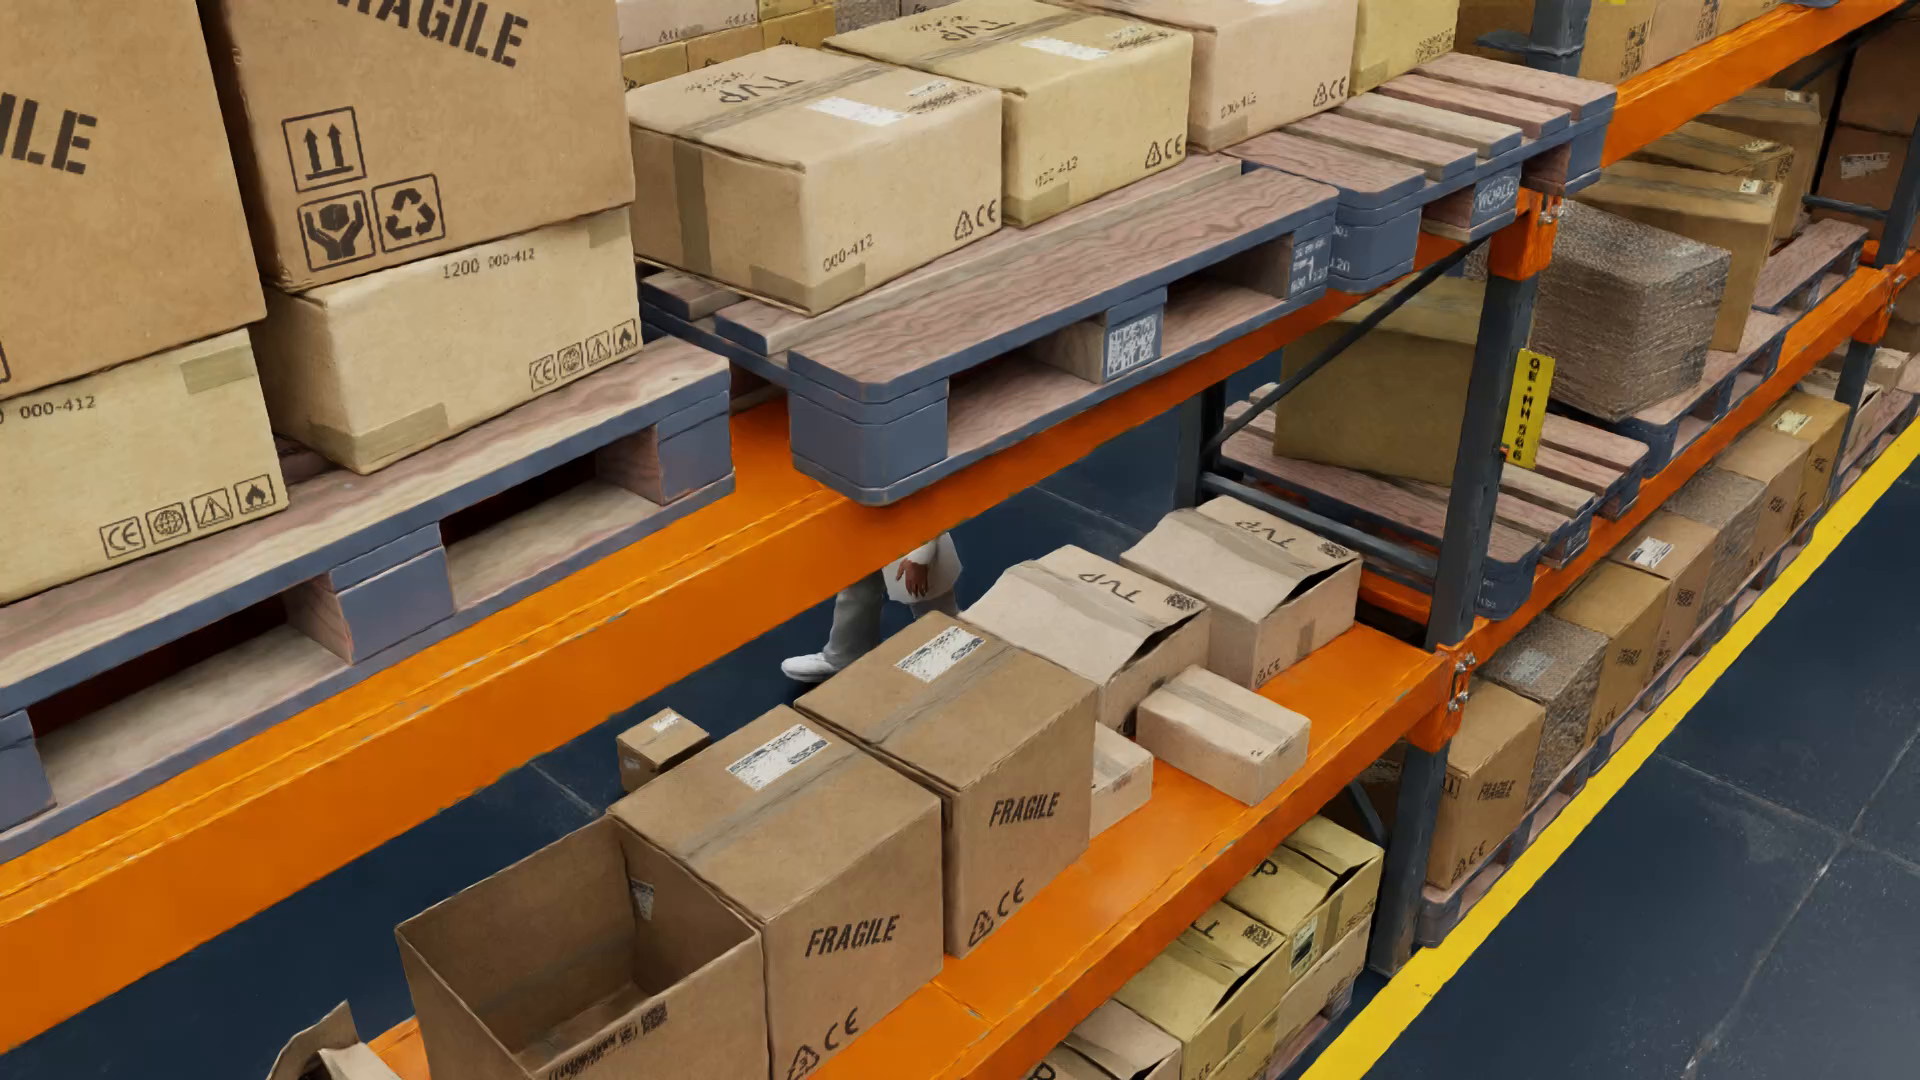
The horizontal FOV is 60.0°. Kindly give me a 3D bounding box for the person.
[{"bbox_3d":[-0.263,-0.080,6.249,0.693,1.759,0.736,-13,33,-20],"label":"person"}]
